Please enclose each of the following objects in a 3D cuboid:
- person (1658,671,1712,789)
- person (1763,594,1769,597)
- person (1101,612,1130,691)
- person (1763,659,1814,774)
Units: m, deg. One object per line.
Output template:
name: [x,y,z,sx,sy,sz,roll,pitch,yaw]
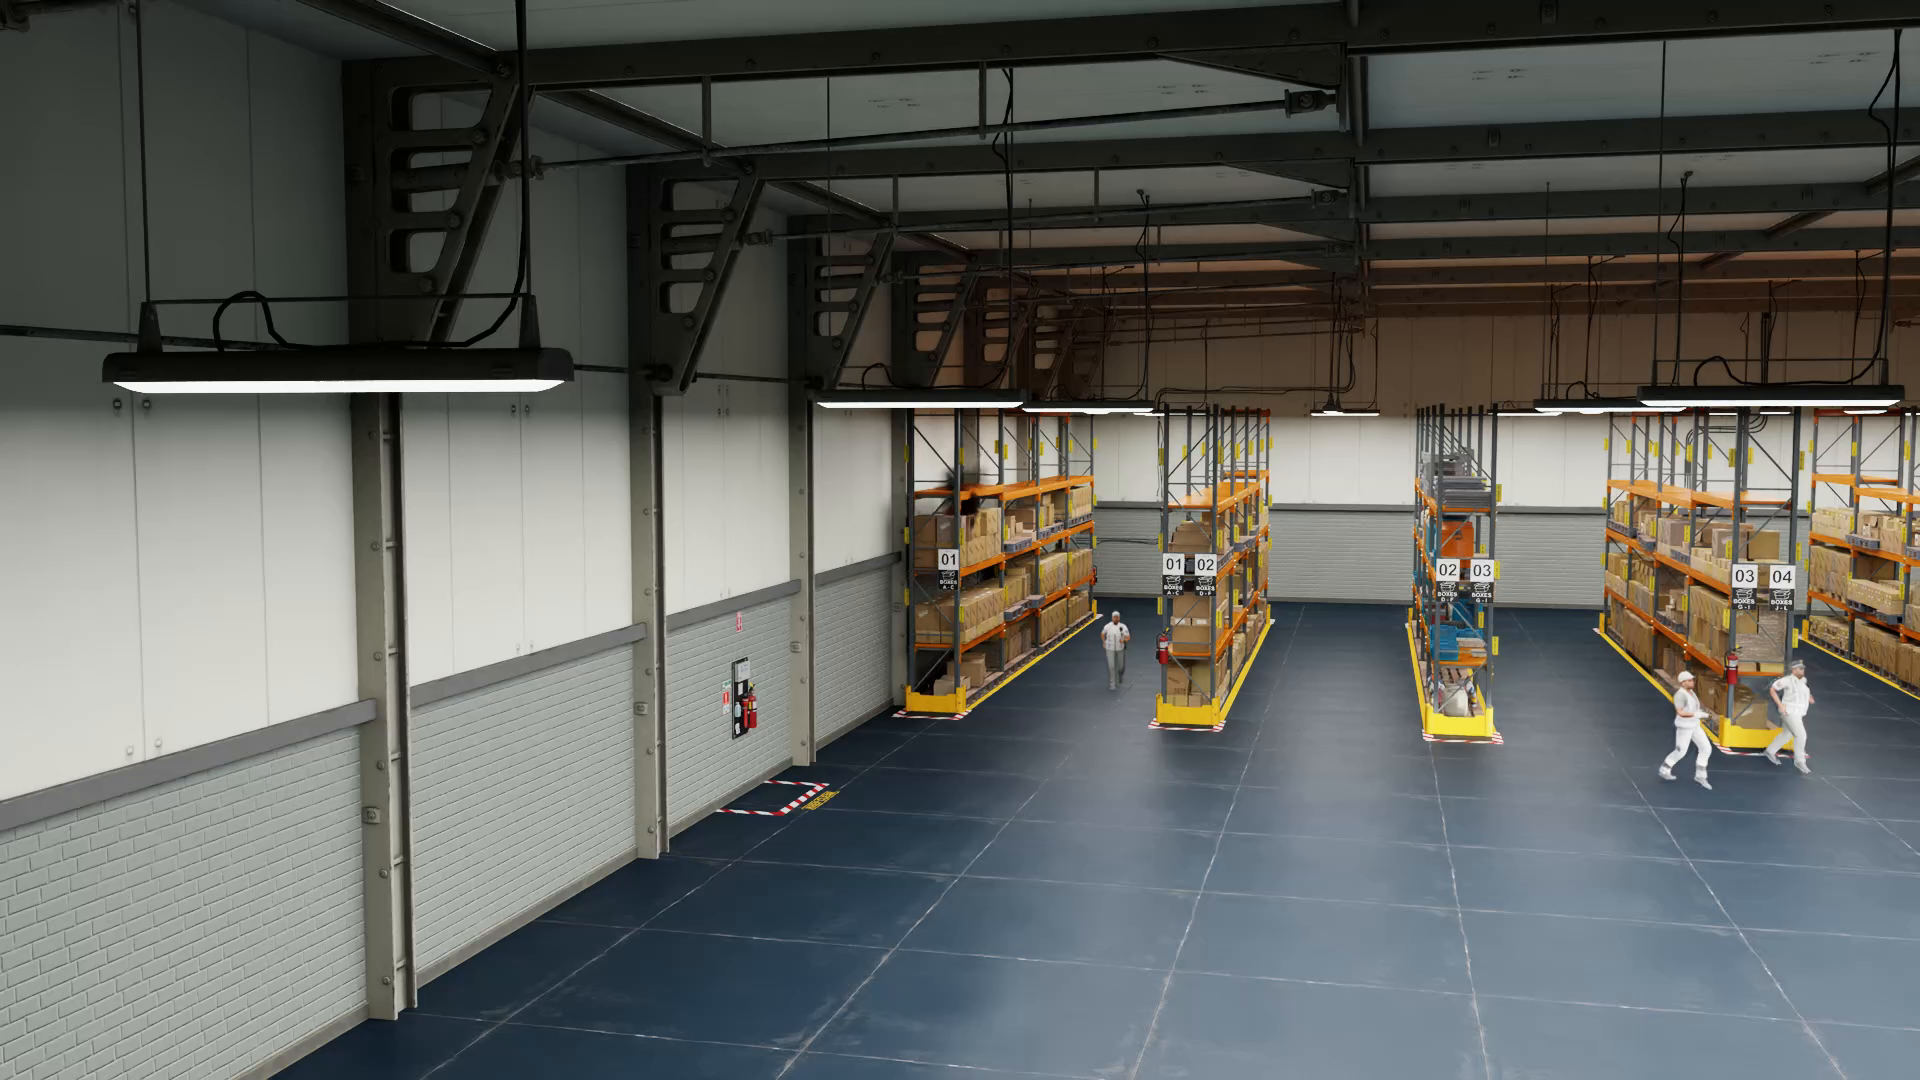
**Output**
person: [11.360,2.956,25.983,0.669,1.820,0.792,-3,5,-38]
person: [20.470,1.854,42.096,0.550,1.634,0.751,2,4,22]
person: [3.295,2.335,35.301,0.620,1.634,0.823,0,4,5]
person: [13.622,2.845,27.226,0.659,1.826,0.862,-3,5,-39]
